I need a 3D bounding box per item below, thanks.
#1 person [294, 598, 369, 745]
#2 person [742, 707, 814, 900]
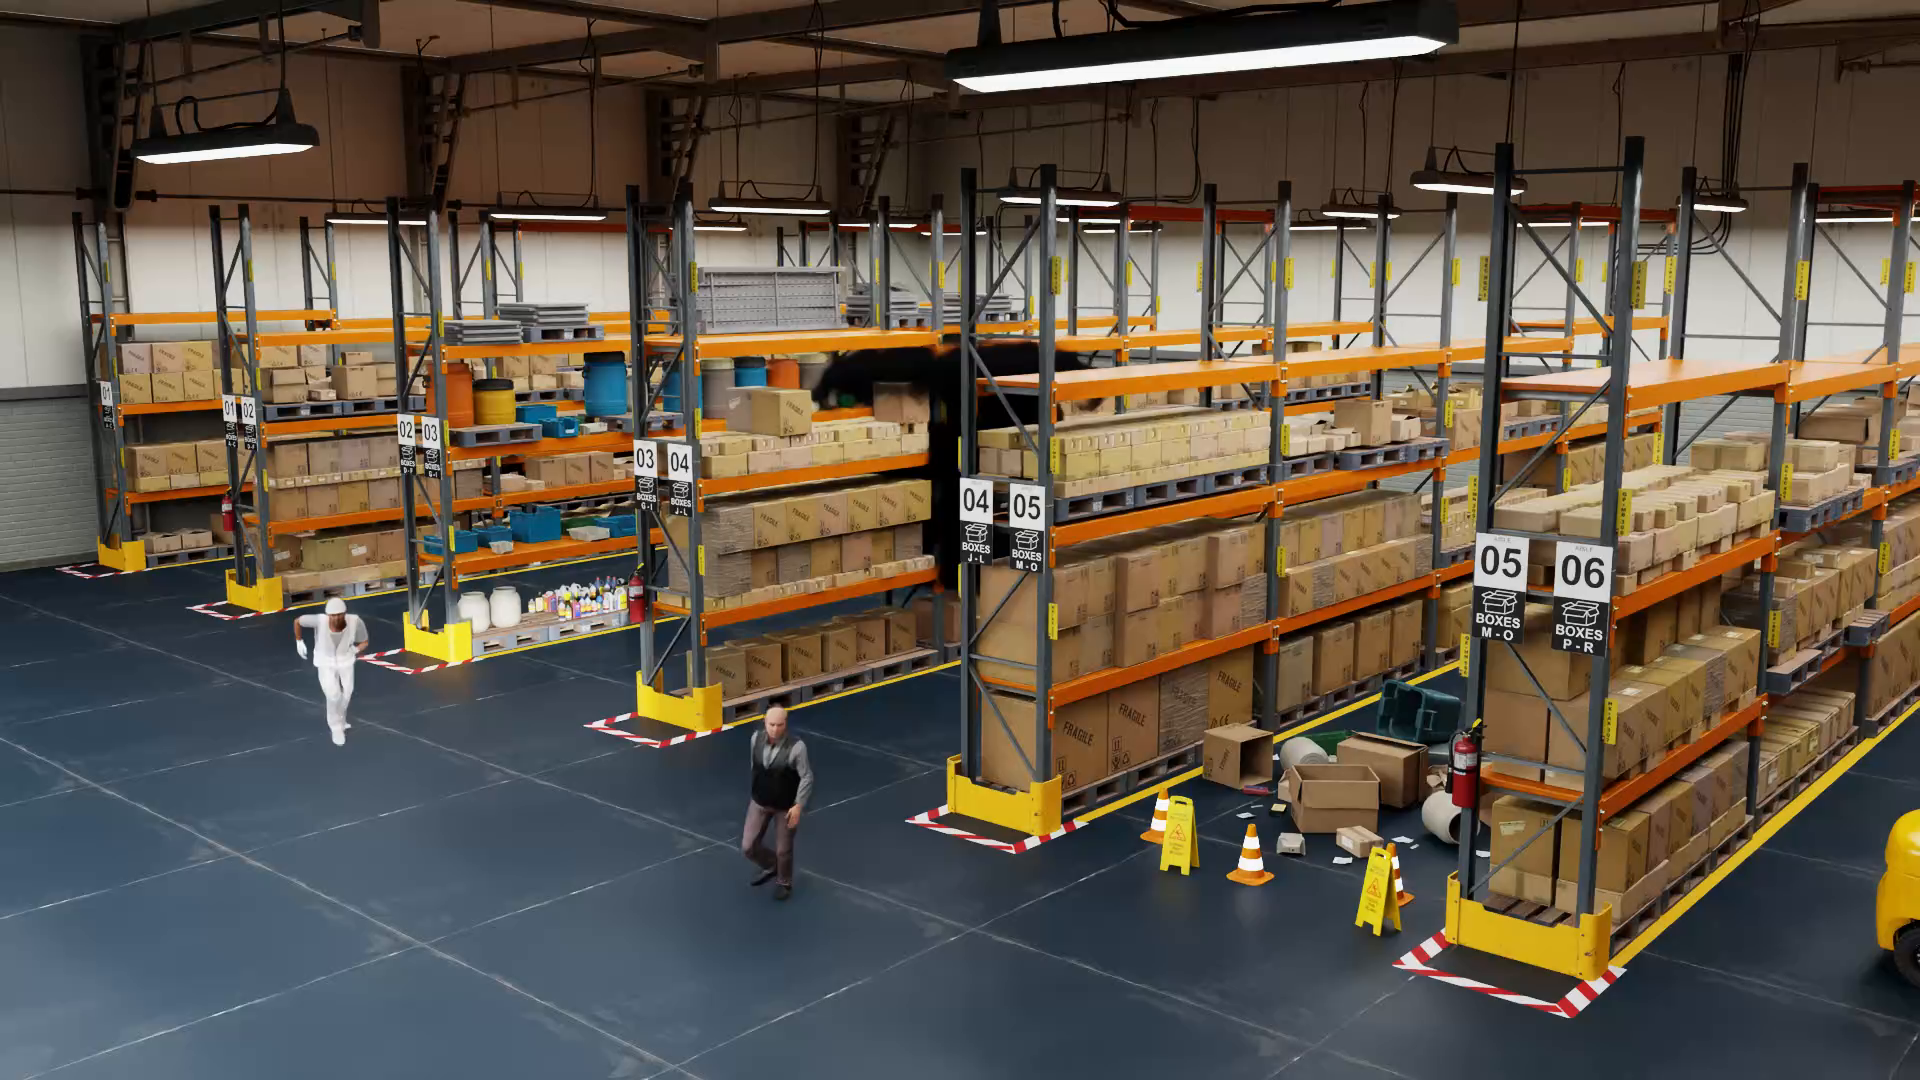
[{"bbox_3d":[-6.783,1.401,18.007,0.727,1.679,0.992,-5,11,-27],"label":"person"},{"bbox_3d":[-1.463,2.135,13.443,0.650,1.685,0.641,3,10,15],"label":"person"}]
